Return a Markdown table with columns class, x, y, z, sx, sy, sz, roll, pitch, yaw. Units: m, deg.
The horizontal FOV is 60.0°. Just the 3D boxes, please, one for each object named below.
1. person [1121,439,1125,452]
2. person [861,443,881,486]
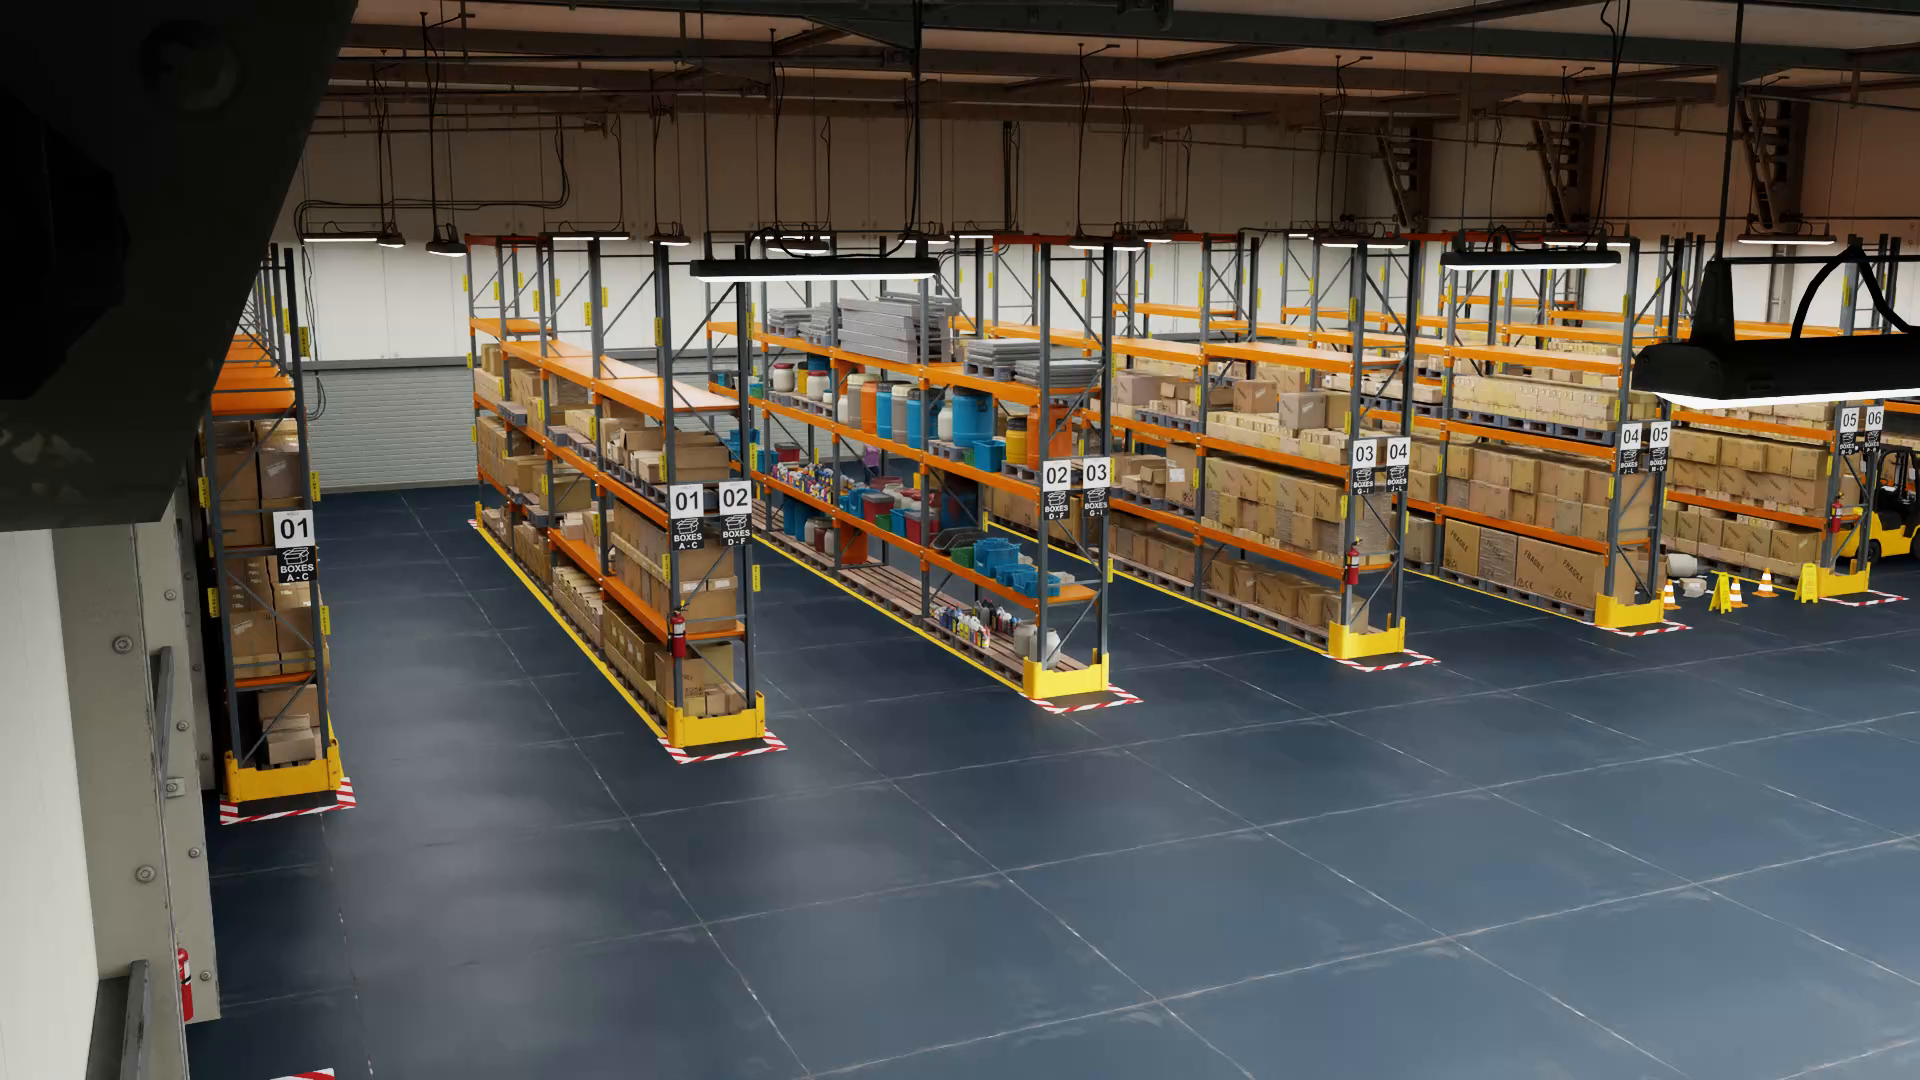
| class | x | y | z | sx | sy | sz | roll | pitch | yaw |
| --- | --- | --- | --- | --- | --- | --- | --- | --- | --- |
| person | 3.432 | -1.222 | 34.716 | 0.452 | 1.798 | 0.665 | -3 | 11 | -16 |
| person | -2.008 | -1.654 | 37.420 | 0.433 | 1.594 | 0.479 | -6 | 12 | -28 |
